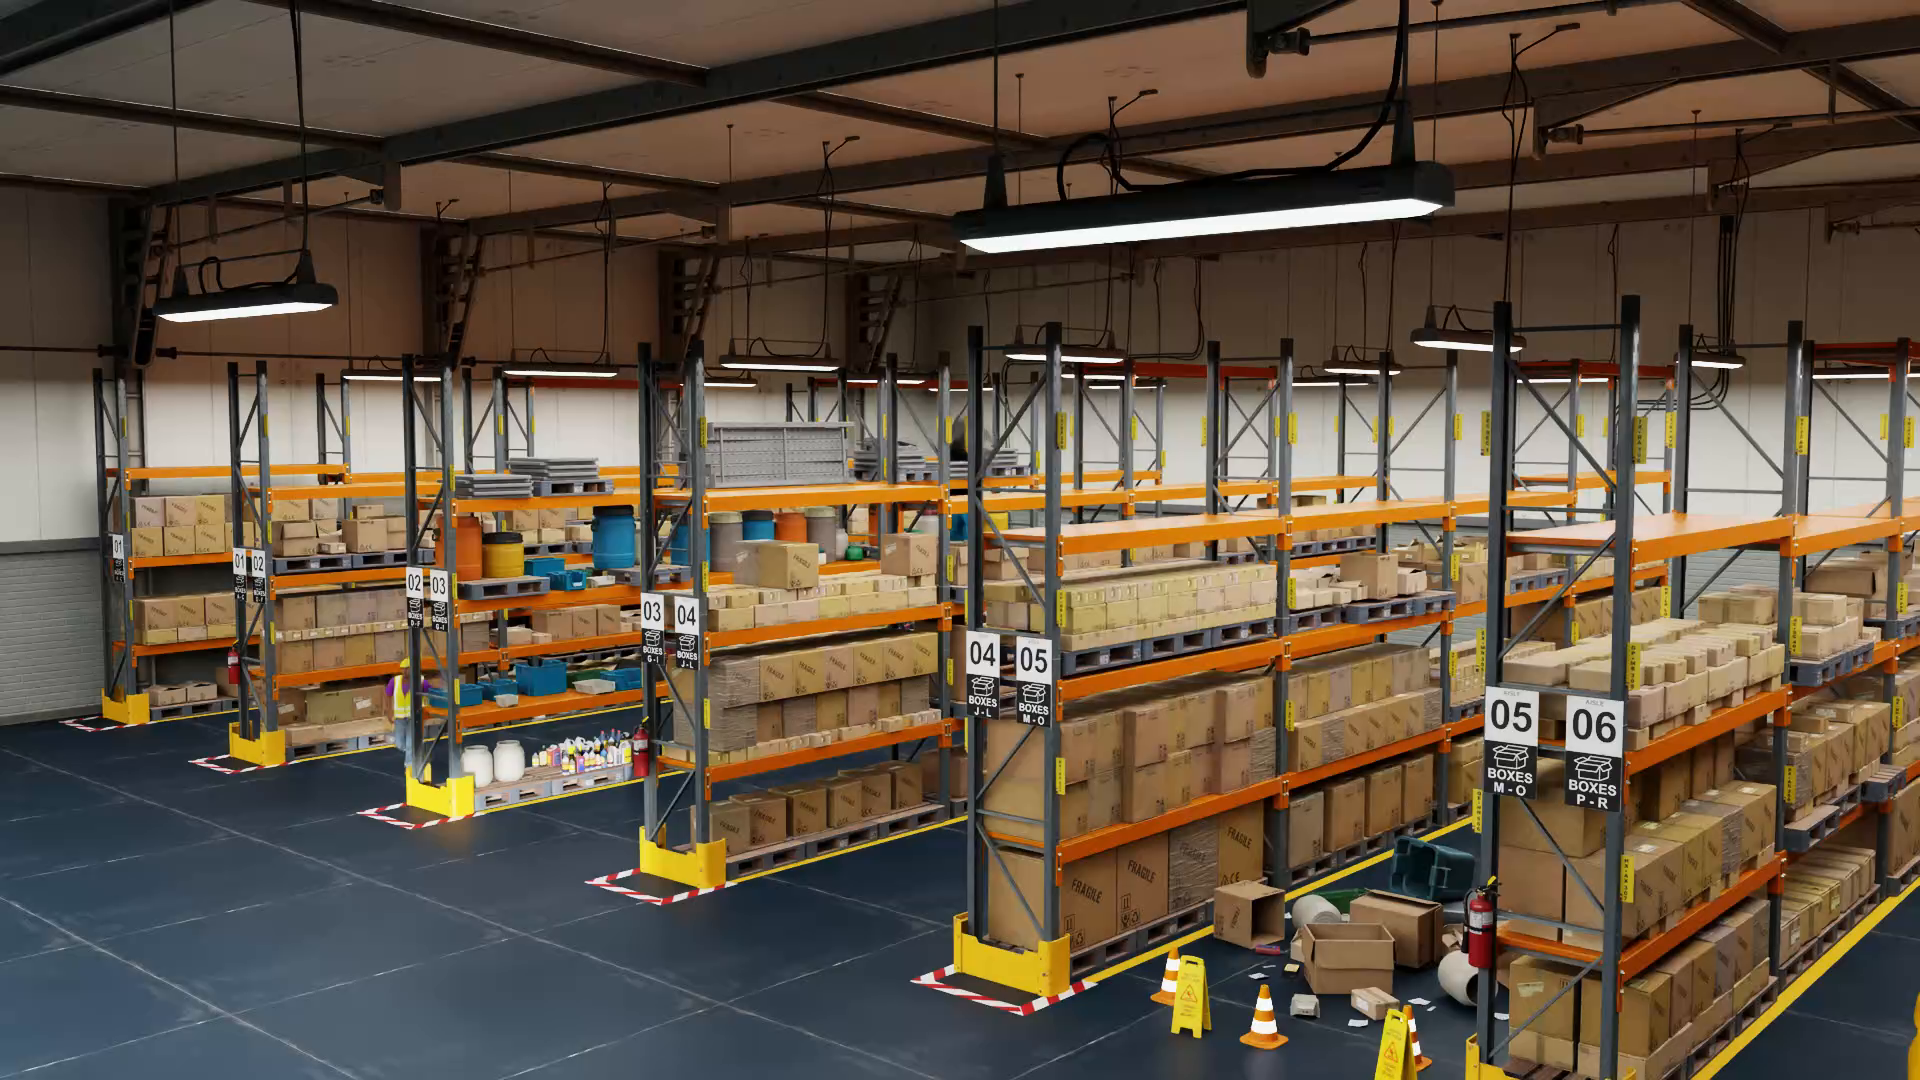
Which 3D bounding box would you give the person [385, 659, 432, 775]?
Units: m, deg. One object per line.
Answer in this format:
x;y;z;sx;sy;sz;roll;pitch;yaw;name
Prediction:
-7.974;2.546;24.126;0.699;1.702;0.590;0;4;4;person
